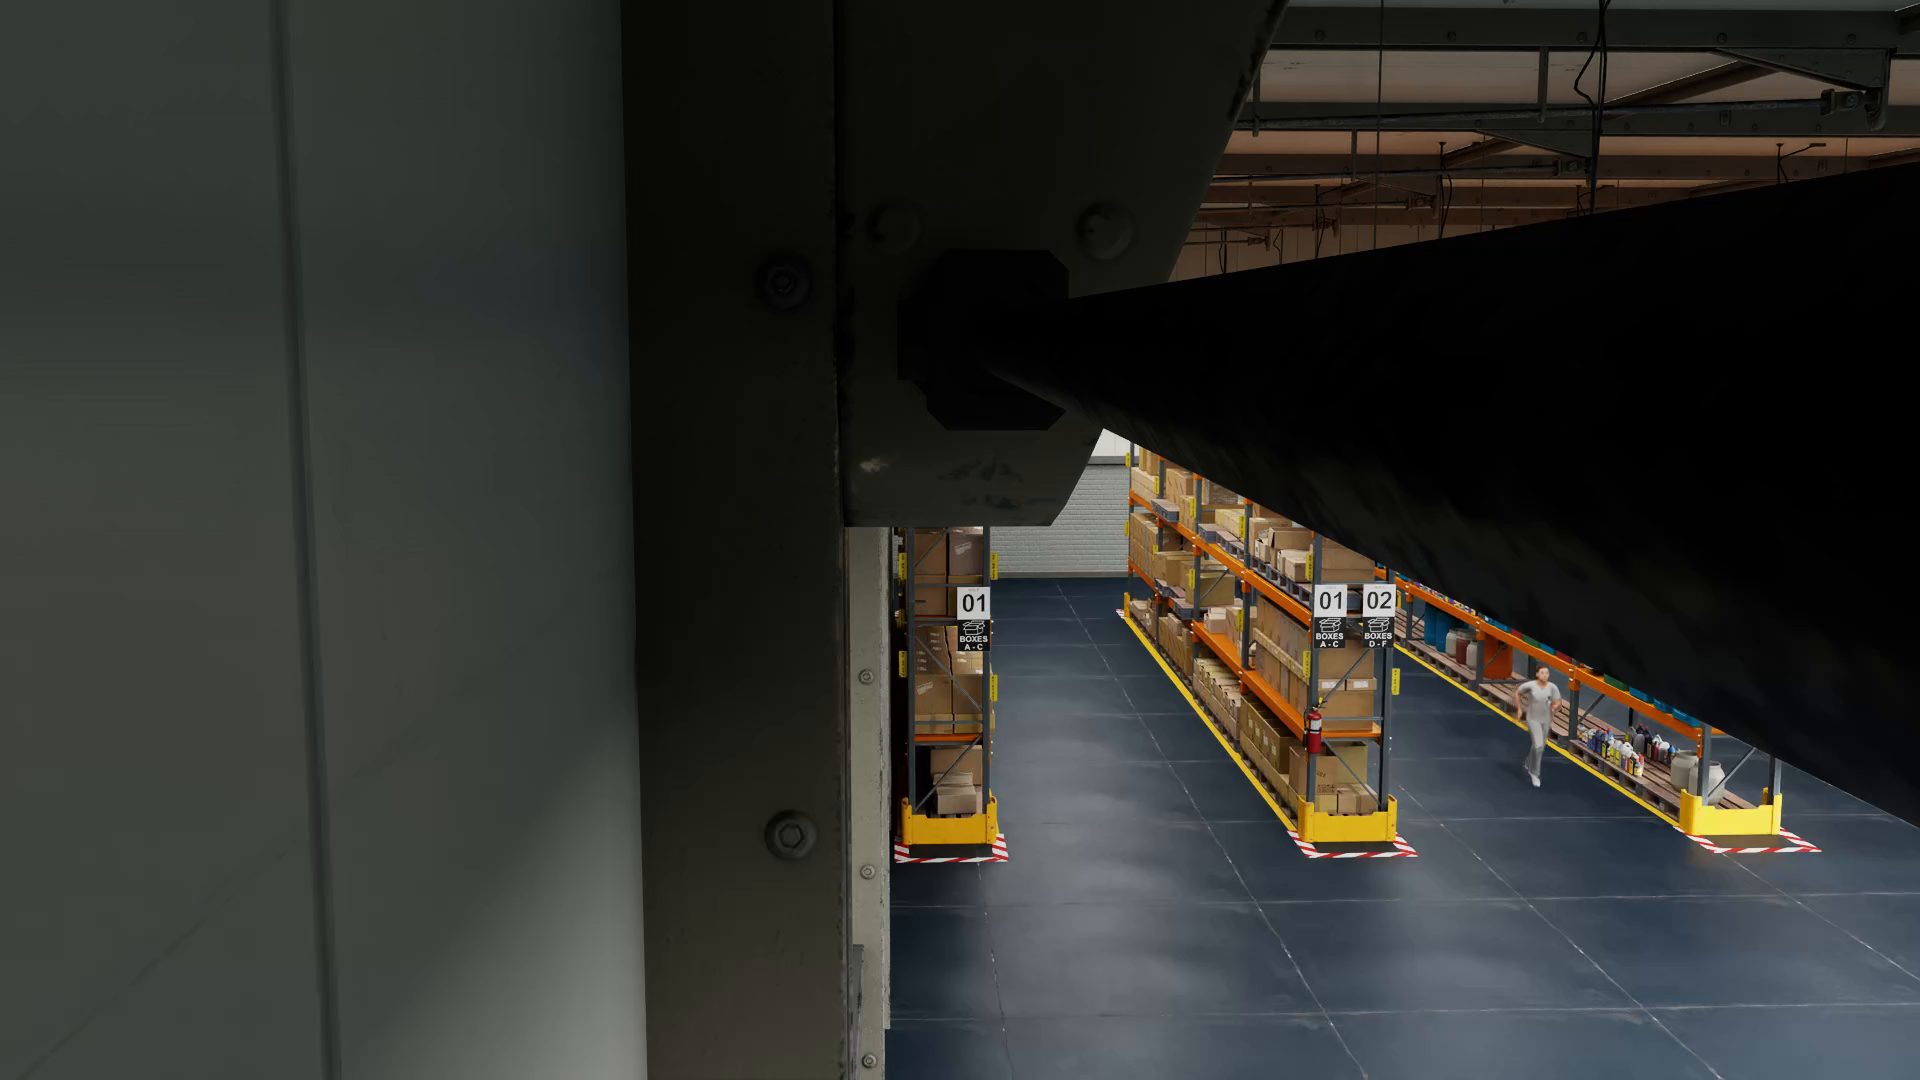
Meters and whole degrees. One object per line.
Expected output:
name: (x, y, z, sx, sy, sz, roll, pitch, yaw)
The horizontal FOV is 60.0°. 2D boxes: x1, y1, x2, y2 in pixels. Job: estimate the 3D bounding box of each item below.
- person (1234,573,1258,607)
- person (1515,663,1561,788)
person: (6.134, 0.995, 35.414, 0.610, 1.695, 0.790, -1, 7, -10)
person: (8.036, 2.554, 23.109, 0.527, 1.713, 0.815, -1, 7, -4)
